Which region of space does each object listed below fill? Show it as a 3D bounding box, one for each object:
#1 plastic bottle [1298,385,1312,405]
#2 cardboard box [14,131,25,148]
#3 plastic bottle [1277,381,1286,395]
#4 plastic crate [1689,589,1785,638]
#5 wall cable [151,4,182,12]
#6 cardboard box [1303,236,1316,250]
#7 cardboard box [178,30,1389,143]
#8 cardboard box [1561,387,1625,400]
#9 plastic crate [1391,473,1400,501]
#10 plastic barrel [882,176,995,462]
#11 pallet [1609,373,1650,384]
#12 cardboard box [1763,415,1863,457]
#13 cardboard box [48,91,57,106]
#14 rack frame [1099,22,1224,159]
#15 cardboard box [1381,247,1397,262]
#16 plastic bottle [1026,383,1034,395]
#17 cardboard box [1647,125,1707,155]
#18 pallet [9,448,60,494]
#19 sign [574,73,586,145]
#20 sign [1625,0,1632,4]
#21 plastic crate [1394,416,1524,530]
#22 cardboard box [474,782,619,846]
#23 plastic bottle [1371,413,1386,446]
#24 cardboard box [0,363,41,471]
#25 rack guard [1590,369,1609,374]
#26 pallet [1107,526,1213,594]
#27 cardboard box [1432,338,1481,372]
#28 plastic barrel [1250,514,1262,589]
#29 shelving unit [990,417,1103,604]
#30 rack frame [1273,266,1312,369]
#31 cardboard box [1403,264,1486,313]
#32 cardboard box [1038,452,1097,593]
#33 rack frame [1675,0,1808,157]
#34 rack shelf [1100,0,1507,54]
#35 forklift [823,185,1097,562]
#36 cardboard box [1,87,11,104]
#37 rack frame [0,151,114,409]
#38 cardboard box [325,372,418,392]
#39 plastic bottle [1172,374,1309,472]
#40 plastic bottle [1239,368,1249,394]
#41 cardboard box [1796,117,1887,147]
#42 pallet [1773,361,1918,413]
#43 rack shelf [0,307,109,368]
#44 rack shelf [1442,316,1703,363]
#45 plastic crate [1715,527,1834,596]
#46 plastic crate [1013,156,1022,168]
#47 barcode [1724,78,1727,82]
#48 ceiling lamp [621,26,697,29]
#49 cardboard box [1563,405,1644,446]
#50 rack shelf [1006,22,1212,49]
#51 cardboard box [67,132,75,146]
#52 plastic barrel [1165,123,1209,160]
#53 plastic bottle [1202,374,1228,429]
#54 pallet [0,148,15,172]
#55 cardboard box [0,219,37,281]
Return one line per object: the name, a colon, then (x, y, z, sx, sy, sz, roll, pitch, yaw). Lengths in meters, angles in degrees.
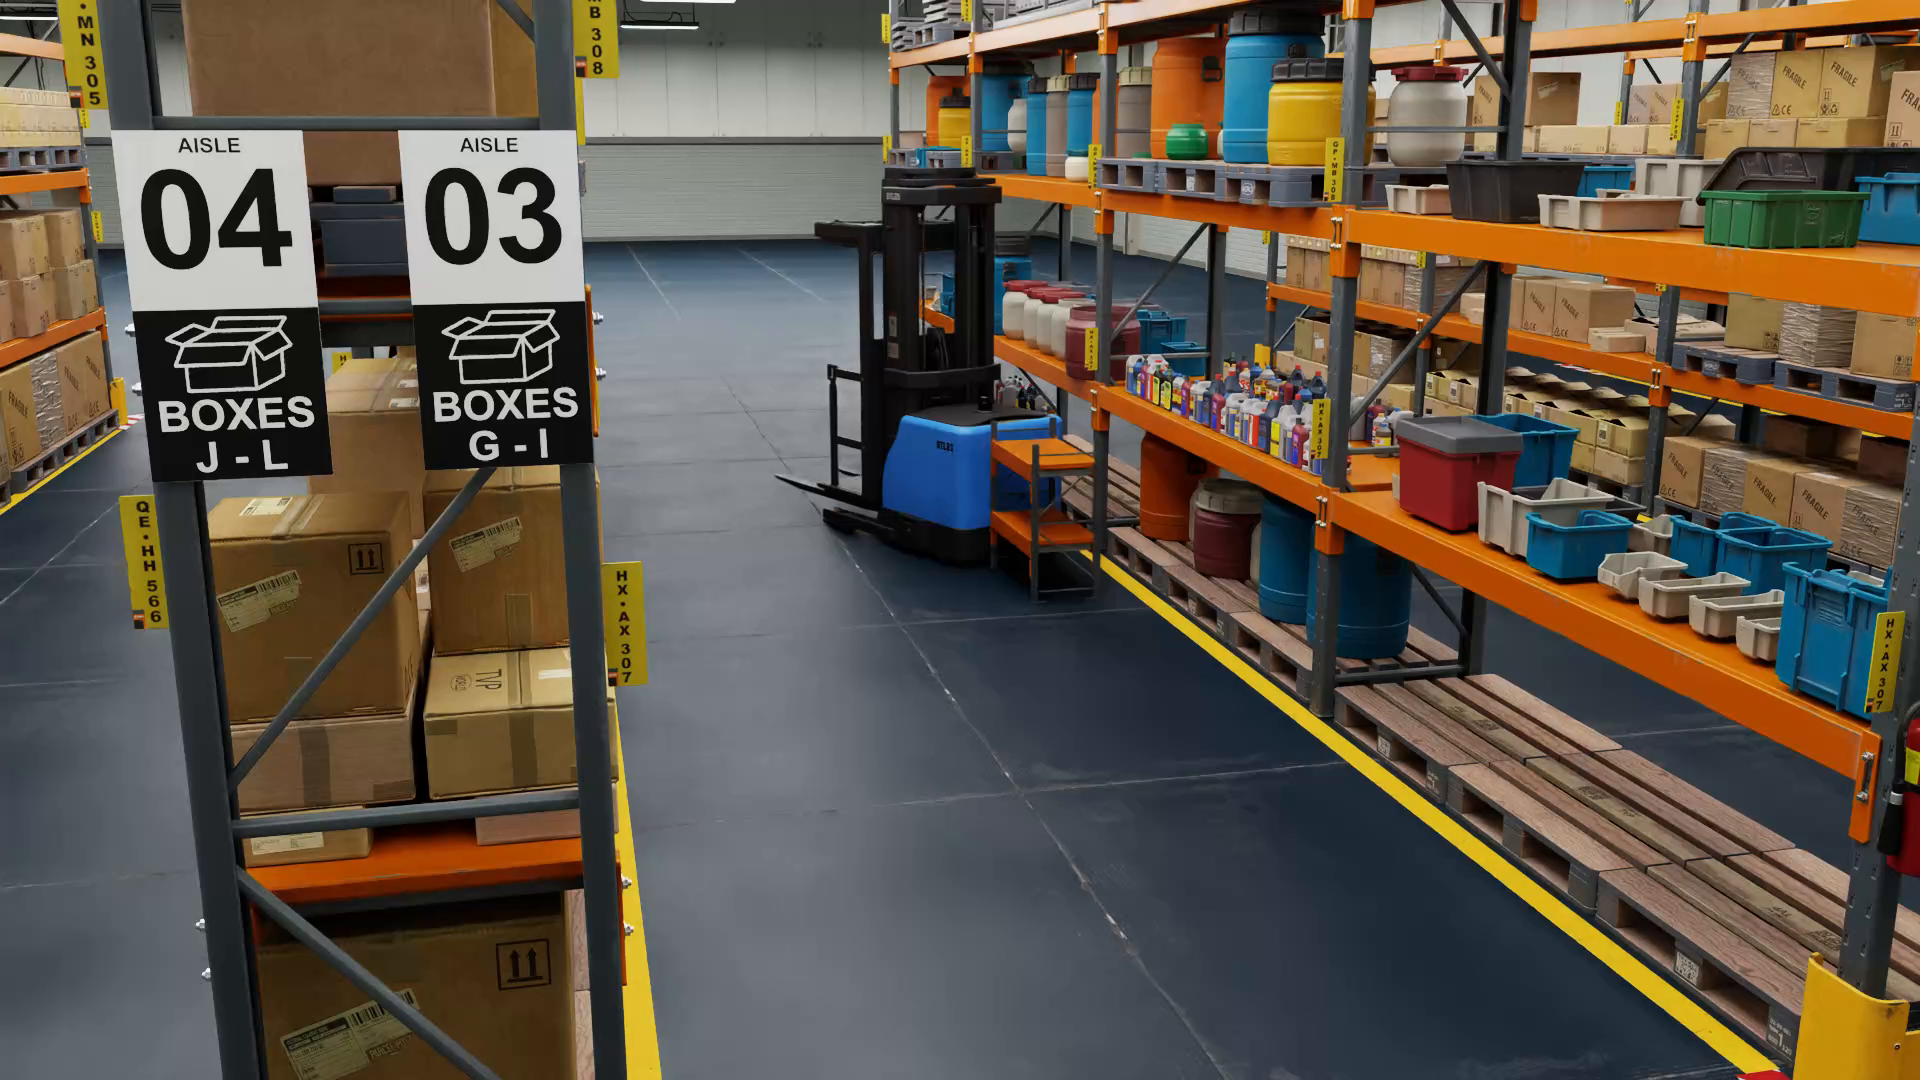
plastic bottle: (2.285, -0.893, 11.032, 0.097, 0.271, 0.097, 0, 14, 0)
cardboard box: (-9.113, -3.796, 15.756, 0.380, 0.149, 0.250, -3, 14, -13)
plastic bottle: (2.275, -1.014, 11.674, 0.097, 0.201, 0.097, 0, 14, 0)
plastic crate: (2.999, 0.281, 6.385, 0.396, 0.136, 0.243, -3, 14, -13)
wall cable: (-21.135, -16.013, 46.326, 3.097, 2.526, 0.112, -3, 14, -13)
cardboard box: (4.483, -3.681, 20.597, 0.380, 0.149, 0.250, -3, 14, -13)
cardboard box: (-7.900, -7.088, 28.304, 24.311, 5.290, 43.508, -2, 14, -7)
cardboard box: (6.150, -1.328, 16.269, 0.500, 0.311, 0.500, -3, 14, -14)
plastic crate: (2.452, -0.281, 8.685, 0.396, 0.136, 0.243, -3, 14, -13)
plastic barrel: (-0.141, -1.488, 13.141, 0.958, 2.708, 0.731, -3, 14, -13)
pallet: (6.421, -0.761, 16.099, 9.879, 0.211, 12.008, -3, 14, -13)
cardboard box: (6.823, -0.841, 13.310, 0.500, 0.250, 0.500, -3, 14, -11)
cardboard box: (-9.408, -4.474, 16.852, 0.380, 0.149, 0.250, -3, 14, -12)
rack frame: (1.542, -4.332, 12.198, 1.000, 3.000, 0.127, -3, 14, -13)
cardboard box: (4.963, -3.208, 18.661, 0.380, 0.149, 0.250, -3, 14, -13)
plastic bottle: (0.772, -1.520, 17.984, 0.144, 0.351, 0.185, -4, 14, -16)
cardboard box: (6.196, -3.383, 14.064, 0.500, 0.250, 0.500, -4, 14, -17)
pallet: (-9.159, -0.636, 15.587, 1.003, 0.211, 1.213, -3, 14, -13)
sign: (-1.794, -1.997, 7.704, 0.100, 0.325, 0.005, -3, 14, -13)
sign: (8.766, -7.192, 21.768, 0.100, 0.325, 0.005, -3, 14, -13)
plastic crate: (2.447, -0.335, 8.218, 0.402, 0.464, 0.583, -3, 14, -13)
cardboard box: (-1.156, 0.726, 4.666, 0.380, 0.149, 0.250, -3, 14, -13)
plastic bottle: (2.611, -0.684, 10.325, 0.097, 0.201, 0.097, 0, 14, 0)
cardboard box: (-9.137, -1.132, 15.333, 0.875, 0.875, 0.875, -3, 14, -12)
rack guard: (9.311, -2.584, 22.949, 1.175, 0.500, 0.348, -3, 14, -13)
pallet: (1.768, 0.116, 12.506, 1.003, 0.211, 1.213, -3, 14, -13)
cardboard box: (5.614, -1.973, 18.510, 0.500, 0.500, 0.500, -3, 14, -13)
plastic barrel: (2.158, 0.085, 11.118, 0.421, 0.512, 0.421, 0, 14, 0)
shelving unit: (-10.520, -3.635, 15.663, 19.721, 6.000, 15.233, -4, 14, -15)
rack frame: (4.482, -3.539, 21.591, 0.949, 2.616, 0.053, -3, 14, -13)
cardboard box: (5.308, -2.766, 18.219, 0.700, 0.500, 0.500, -4, 14, -15)
cardboard box: (0.737, -0.119, 11.546, 0.475, 0.981, 0.022, -4, 14, -16)
rack frame: (6.358, -4.607, 13.324, 1.000, 3.000, 0.127, -3, 14, -13)
rack shelf: (7.218, -3.156, 9.744, 10.861, 0.370, 7.844, -3, 14, -13)
forklift: (1.420, -6.466, 33.905, 29.462, 2.843, 34.009, -10, 17, -36)
cardboard box: (-9.053, -4.124, 15.422, 0.380, 0.149, 0.250, -3, 14, -13)
rack frame: (-9.996, -2.734, 18.298, 1.000, 3.000, 0.127, -3, 14, -13)
cardboard box: (-2.361, -0.416, 6.919, 0.500, 0.500, 0.500, -3, 14, -13)
plastic bottle: (1.772, -0.774, 10.548, 0.097, 0.271, 2.212, -3, 14, -13)
plastic bottle: (2.115, -1.171, 12.318, 0.097, 0.201, 0.097, 0, 14, 0)
cardboard box: (6.735, -2.862, 12.292, 0.910, 0.500, 0.500, -3, 14, -13)
pallet: (6.819, -1.151, 12.224, 1.003, 0.211, 1.213, -3, 14, -13)
rack shelf: (-9.527, -1.923, 16.494, 1.077, 0.370, 4.000, -3, 14, -13)
rack shelf: (-0.411, -2.873, 9.918, 15.826, 4.752, 11.863, -3, 14, -13)
plastic crate: (3.374, 0.101, 6.920, 0.416, 0.233, 0.300, -3, 14, -13)
plastic crate: (0.497, -4.074, 17.908, 0.336, 0.188, 0.450, -3, 14, -13)
barcode: (9.946, -5.962, 21.610, 0.001, 0.075, 0.075, -3, 14, -13)
ceiling lamp: (-7.737, -13.211, 42.863, 1.941, 0.041, 0.237, -3, 14, -13)
cardboard box: (5.867, -1.060, 15.174, 0.500, 0.311, 0.500, -4, 14, -14)
rack shelf: (1.072, -4.319, 14.202, 0.831, 0.071, 3.687, -3, 14, -13)
cardboard box: (-9.530, -4.206, 17.435, 0.380, 0.149, 0.250, -3, 14, -13)
plastic barrel: (1.567, -2.746, 11.469, 0.294, 0.245, 0.294, 0, 14, 0)
plastic bottle: (1.689, -0.919, 10.972, 0.144, 0.351, 0.185, -3, 14, -13)
pallet: (-9.239, -3.415, 14.950, 1.003, 0.211, 1.213, -3, 14, -13)
cardboard box: (-9.346, -2.748, 15.765, 0.875, 0.550, 0.550, -3, 14, -13)
